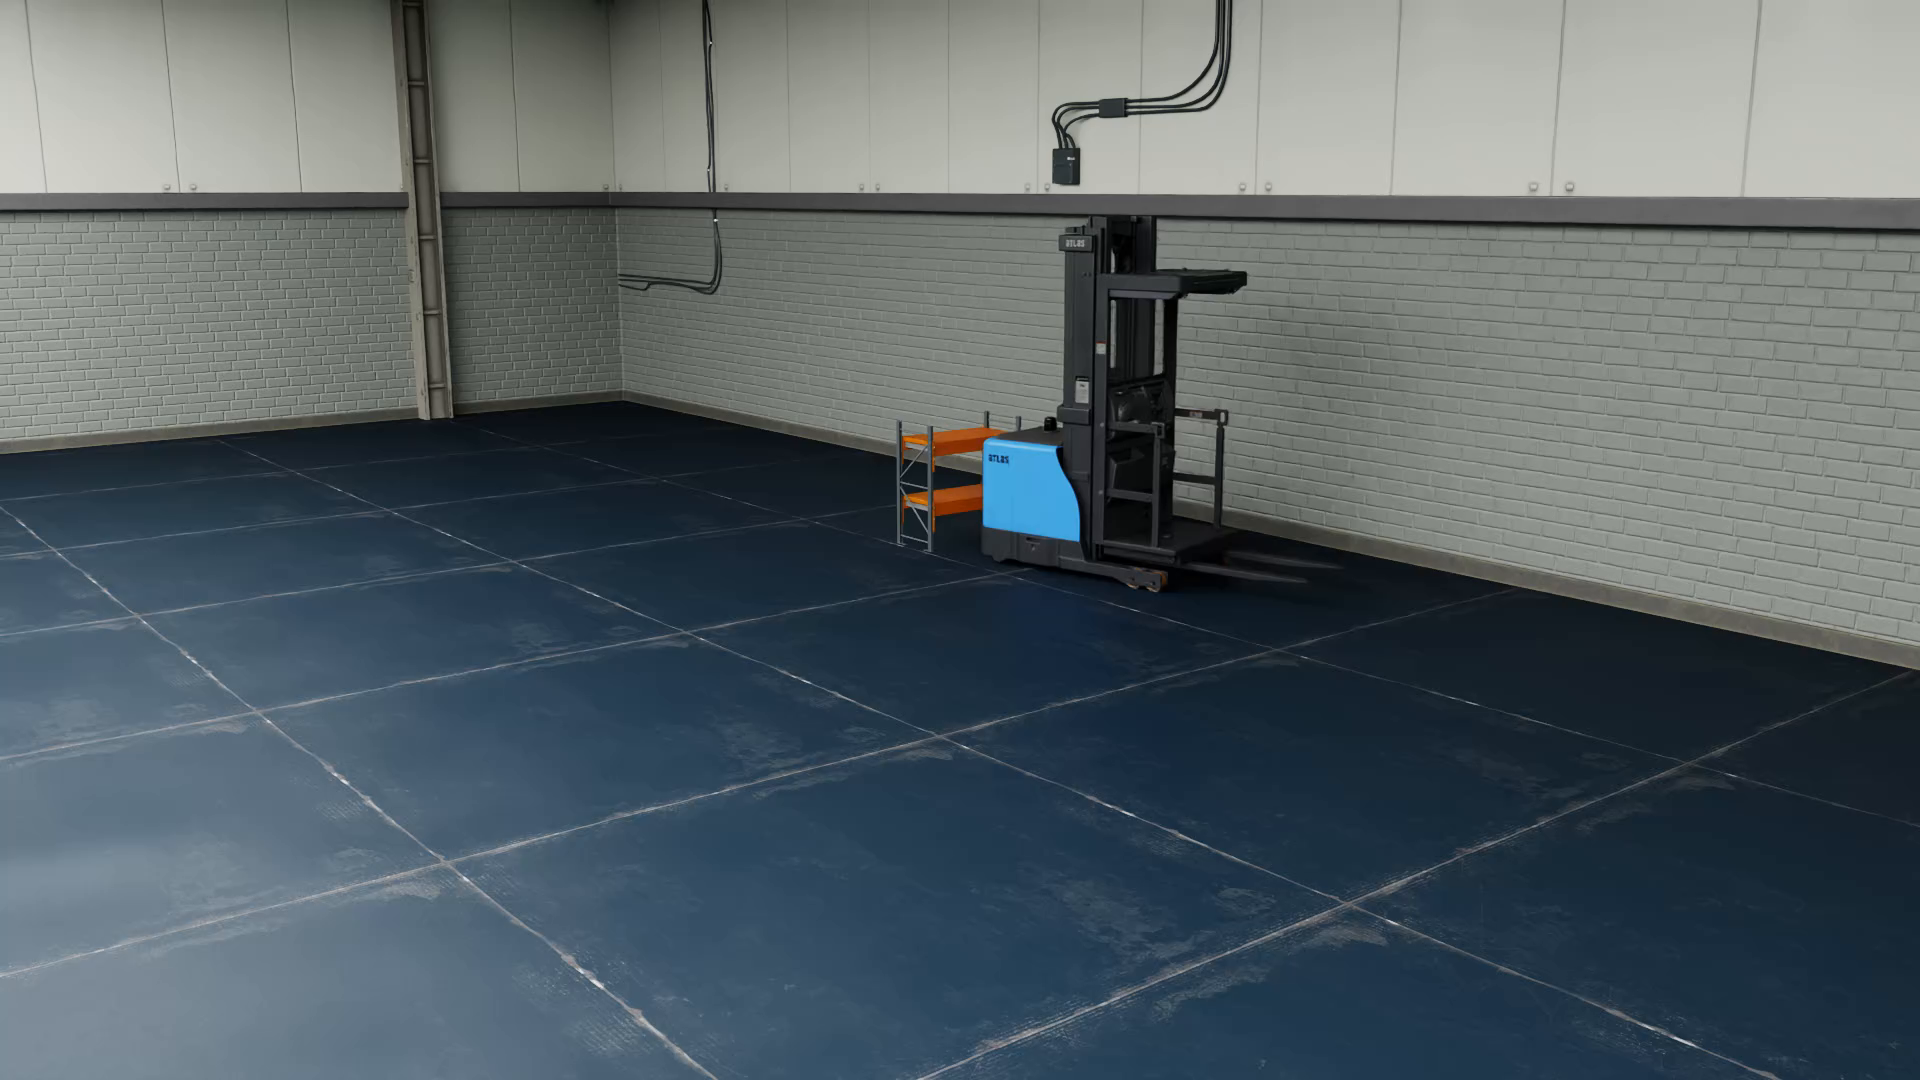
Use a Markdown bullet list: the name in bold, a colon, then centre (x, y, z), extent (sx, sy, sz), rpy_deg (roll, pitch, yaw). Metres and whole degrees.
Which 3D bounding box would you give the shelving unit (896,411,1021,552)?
- **shelving unit**: centre (-0.005, -0.549, 15.129), extent (1.048, 1.125, 0.538), rpy_deg (-9, 15, -38)

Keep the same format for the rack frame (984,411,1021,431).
- **rack frame**: centre (0.392, -0.615, 15.440), extent (0.032, 1.125, 0.500), rpy_deg (-9, 15, -38)

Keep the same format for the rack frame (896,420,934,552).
- **rack frame**: centre (-0.402, -0.483, 14.818), extent (0.032, 1.125, 0.500), rpy_deg (-9, 15, -38)

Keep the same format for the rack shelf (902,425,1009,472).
- **rack shelf**: centre (-0.005, -0.836, 15.068), extent (1.000, 0.278, 0.538), rpy_deg (-9, 15, -38)

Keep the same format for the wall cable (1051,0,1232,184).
- **wall cable**: centre (1.693, -6.408, 15.577), extent (0.169, 6.003, 2.305), rpy_deg (-9, 15, -38)

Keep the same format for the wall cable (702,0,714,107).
- **wall cable**: centre (-2.536, -6.799, 20.923), extent (0.112, 2.526, 3.097), rpy_deg (-9, 15, -38)

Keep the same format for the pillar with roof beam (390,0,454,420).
- **pillar with roof beam**: centre (-4.663, -5.421, 19.113), extent (0.400, 9.000, 9.100), rpy_deg (-9, 15, -38)

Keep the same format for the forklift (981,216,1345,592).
- **forklift**: centre (1.655, -1.141, 13.569), extent (3.031, 2.935, 1.130), rpy_deg (9, 15, 37)

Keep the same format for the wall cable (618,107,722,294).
- **wall cable**: centre (-4.226, -4.768, 23.514), extent (0.112, 2.526, 3.097), rpy_deg (-9, 15, -38)

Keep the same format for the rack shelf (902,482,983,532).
- **rack shelf**: centre (-0.005, -0.310, 15.180), extent (1.000, 0.278, 0.538), rpy_deg (-9, 15, -38)
